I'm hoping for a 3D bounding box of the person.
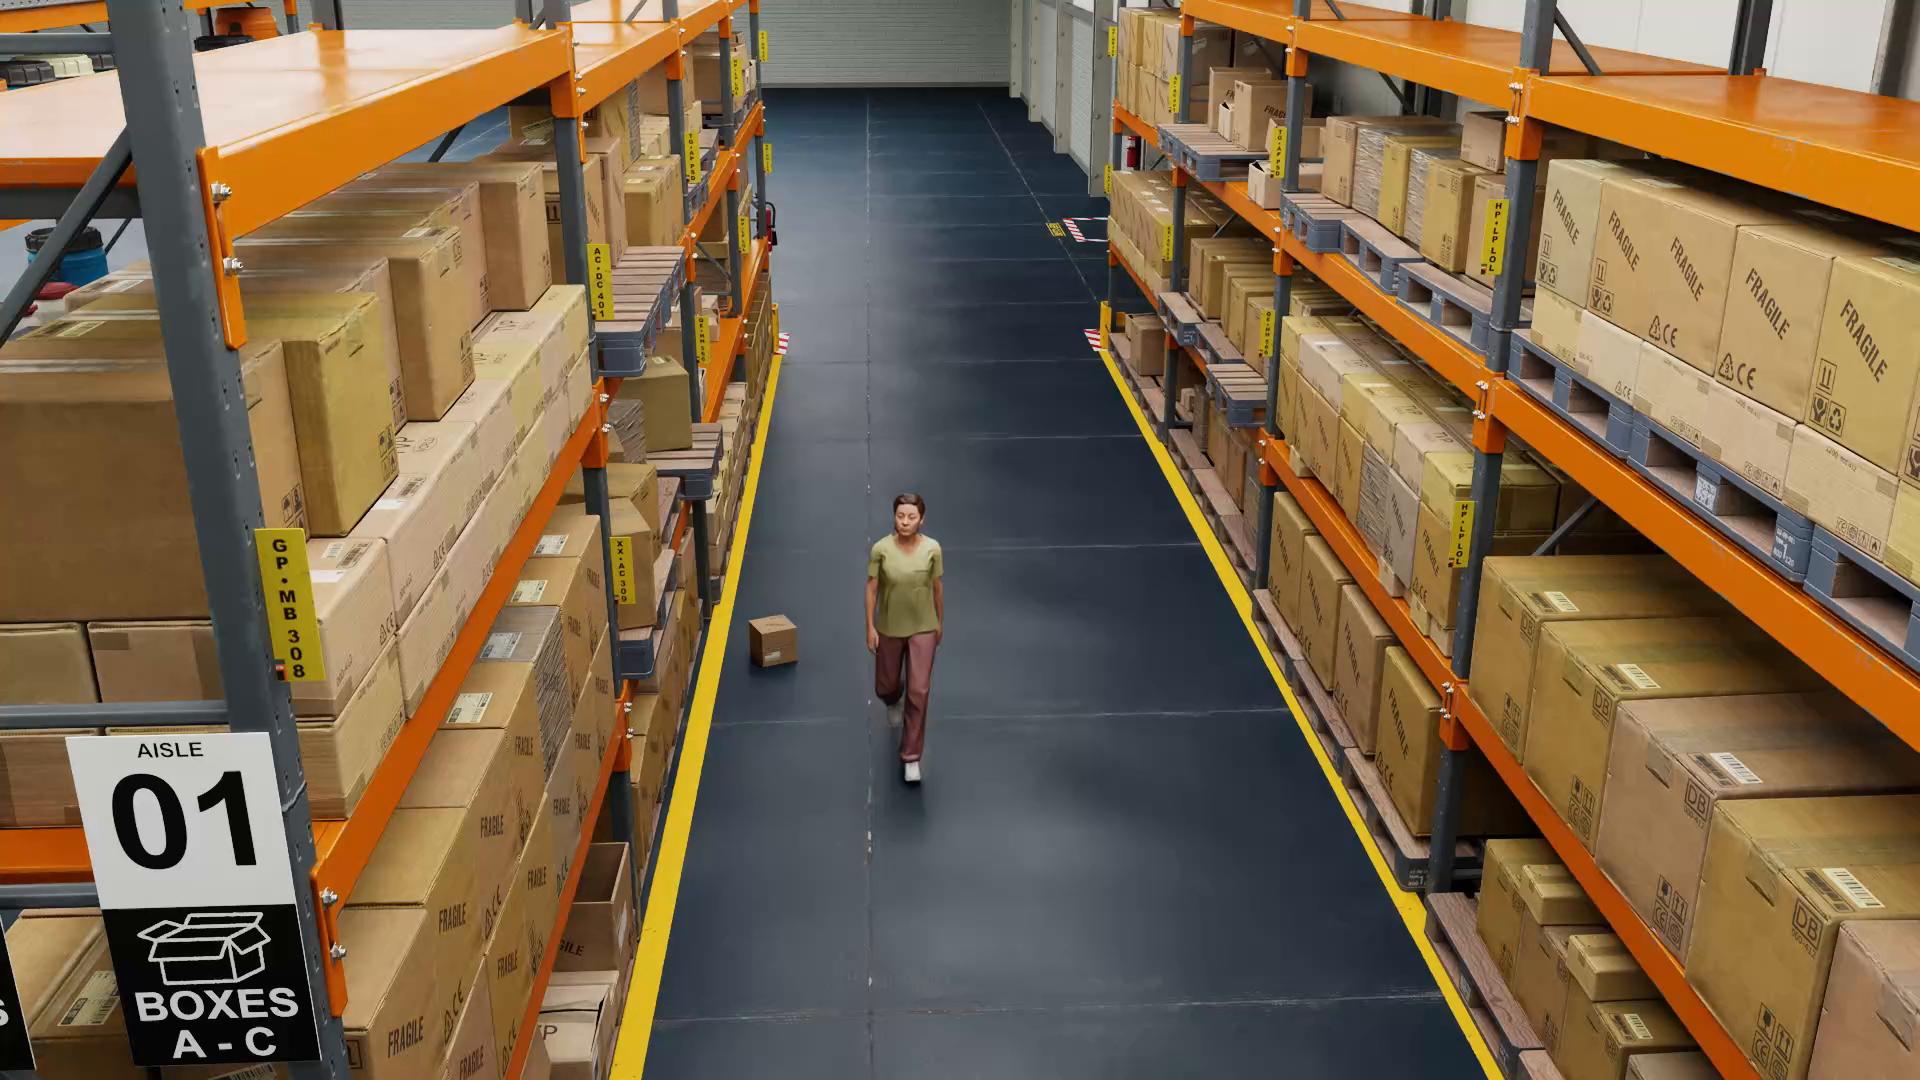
[{"bbox_3d":[-0.324,0.508,9.723,0.453,1.625,0.865,0,20,1],"label":"person"}]
